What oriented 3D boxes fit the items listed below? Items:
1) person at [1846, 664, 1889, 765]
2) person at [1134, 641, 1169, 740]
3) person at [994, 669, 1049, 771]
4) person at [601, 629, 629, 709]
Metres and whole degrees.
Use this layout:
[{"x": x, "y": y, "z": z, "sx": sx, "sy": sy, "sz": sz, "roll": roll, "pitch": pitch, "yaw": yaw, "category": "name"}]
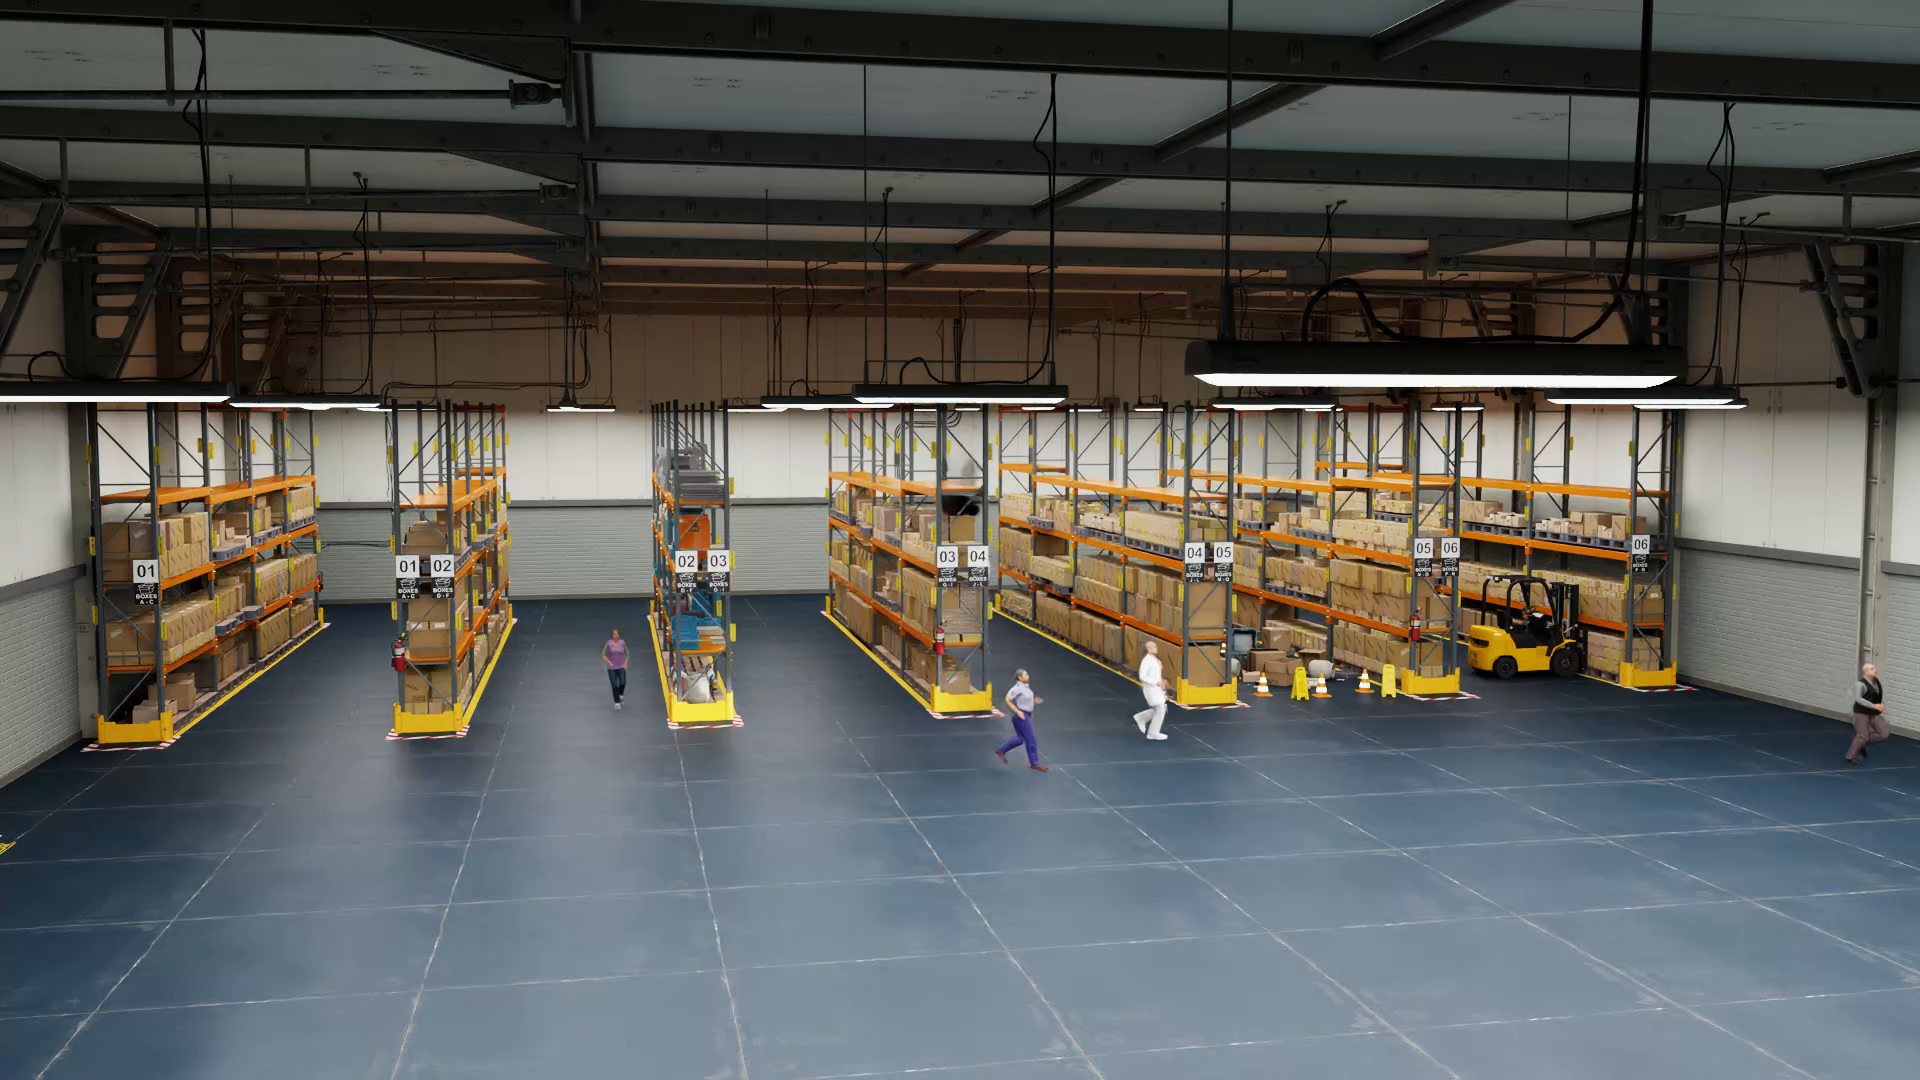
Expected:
[{"x": 14.823, "y": 2.847, "z": 27.078, "sx": 0.682, "sy": 1.680, "sz": 0.703, "roll": -2, "pitch": 5, "yaw": -22, "category": "person"}, {"x": 3.364, "y": 2.647, "z": 29.325, "sx": 0.669, "sy": 1.724, "sz": 0.707, "roll": 2, "pitch": 5, "yaw": 23, "category": "person"}, {"x": 0.988, "y": 2.882, "z": 26.763, "sx": 0.929, "sy": 1.613, "sz": 0.613, "roll": 1, "pitch": 4, "yaw": 12, "category": "person"}, {"x": -6.700, "y": 2.512, "z": 32.380, "sx": 0.543, "sy": 1.553, "sz": 0.530, "roll": -1, "pitch": 5, "yaw": -18, "category": "person"}]
